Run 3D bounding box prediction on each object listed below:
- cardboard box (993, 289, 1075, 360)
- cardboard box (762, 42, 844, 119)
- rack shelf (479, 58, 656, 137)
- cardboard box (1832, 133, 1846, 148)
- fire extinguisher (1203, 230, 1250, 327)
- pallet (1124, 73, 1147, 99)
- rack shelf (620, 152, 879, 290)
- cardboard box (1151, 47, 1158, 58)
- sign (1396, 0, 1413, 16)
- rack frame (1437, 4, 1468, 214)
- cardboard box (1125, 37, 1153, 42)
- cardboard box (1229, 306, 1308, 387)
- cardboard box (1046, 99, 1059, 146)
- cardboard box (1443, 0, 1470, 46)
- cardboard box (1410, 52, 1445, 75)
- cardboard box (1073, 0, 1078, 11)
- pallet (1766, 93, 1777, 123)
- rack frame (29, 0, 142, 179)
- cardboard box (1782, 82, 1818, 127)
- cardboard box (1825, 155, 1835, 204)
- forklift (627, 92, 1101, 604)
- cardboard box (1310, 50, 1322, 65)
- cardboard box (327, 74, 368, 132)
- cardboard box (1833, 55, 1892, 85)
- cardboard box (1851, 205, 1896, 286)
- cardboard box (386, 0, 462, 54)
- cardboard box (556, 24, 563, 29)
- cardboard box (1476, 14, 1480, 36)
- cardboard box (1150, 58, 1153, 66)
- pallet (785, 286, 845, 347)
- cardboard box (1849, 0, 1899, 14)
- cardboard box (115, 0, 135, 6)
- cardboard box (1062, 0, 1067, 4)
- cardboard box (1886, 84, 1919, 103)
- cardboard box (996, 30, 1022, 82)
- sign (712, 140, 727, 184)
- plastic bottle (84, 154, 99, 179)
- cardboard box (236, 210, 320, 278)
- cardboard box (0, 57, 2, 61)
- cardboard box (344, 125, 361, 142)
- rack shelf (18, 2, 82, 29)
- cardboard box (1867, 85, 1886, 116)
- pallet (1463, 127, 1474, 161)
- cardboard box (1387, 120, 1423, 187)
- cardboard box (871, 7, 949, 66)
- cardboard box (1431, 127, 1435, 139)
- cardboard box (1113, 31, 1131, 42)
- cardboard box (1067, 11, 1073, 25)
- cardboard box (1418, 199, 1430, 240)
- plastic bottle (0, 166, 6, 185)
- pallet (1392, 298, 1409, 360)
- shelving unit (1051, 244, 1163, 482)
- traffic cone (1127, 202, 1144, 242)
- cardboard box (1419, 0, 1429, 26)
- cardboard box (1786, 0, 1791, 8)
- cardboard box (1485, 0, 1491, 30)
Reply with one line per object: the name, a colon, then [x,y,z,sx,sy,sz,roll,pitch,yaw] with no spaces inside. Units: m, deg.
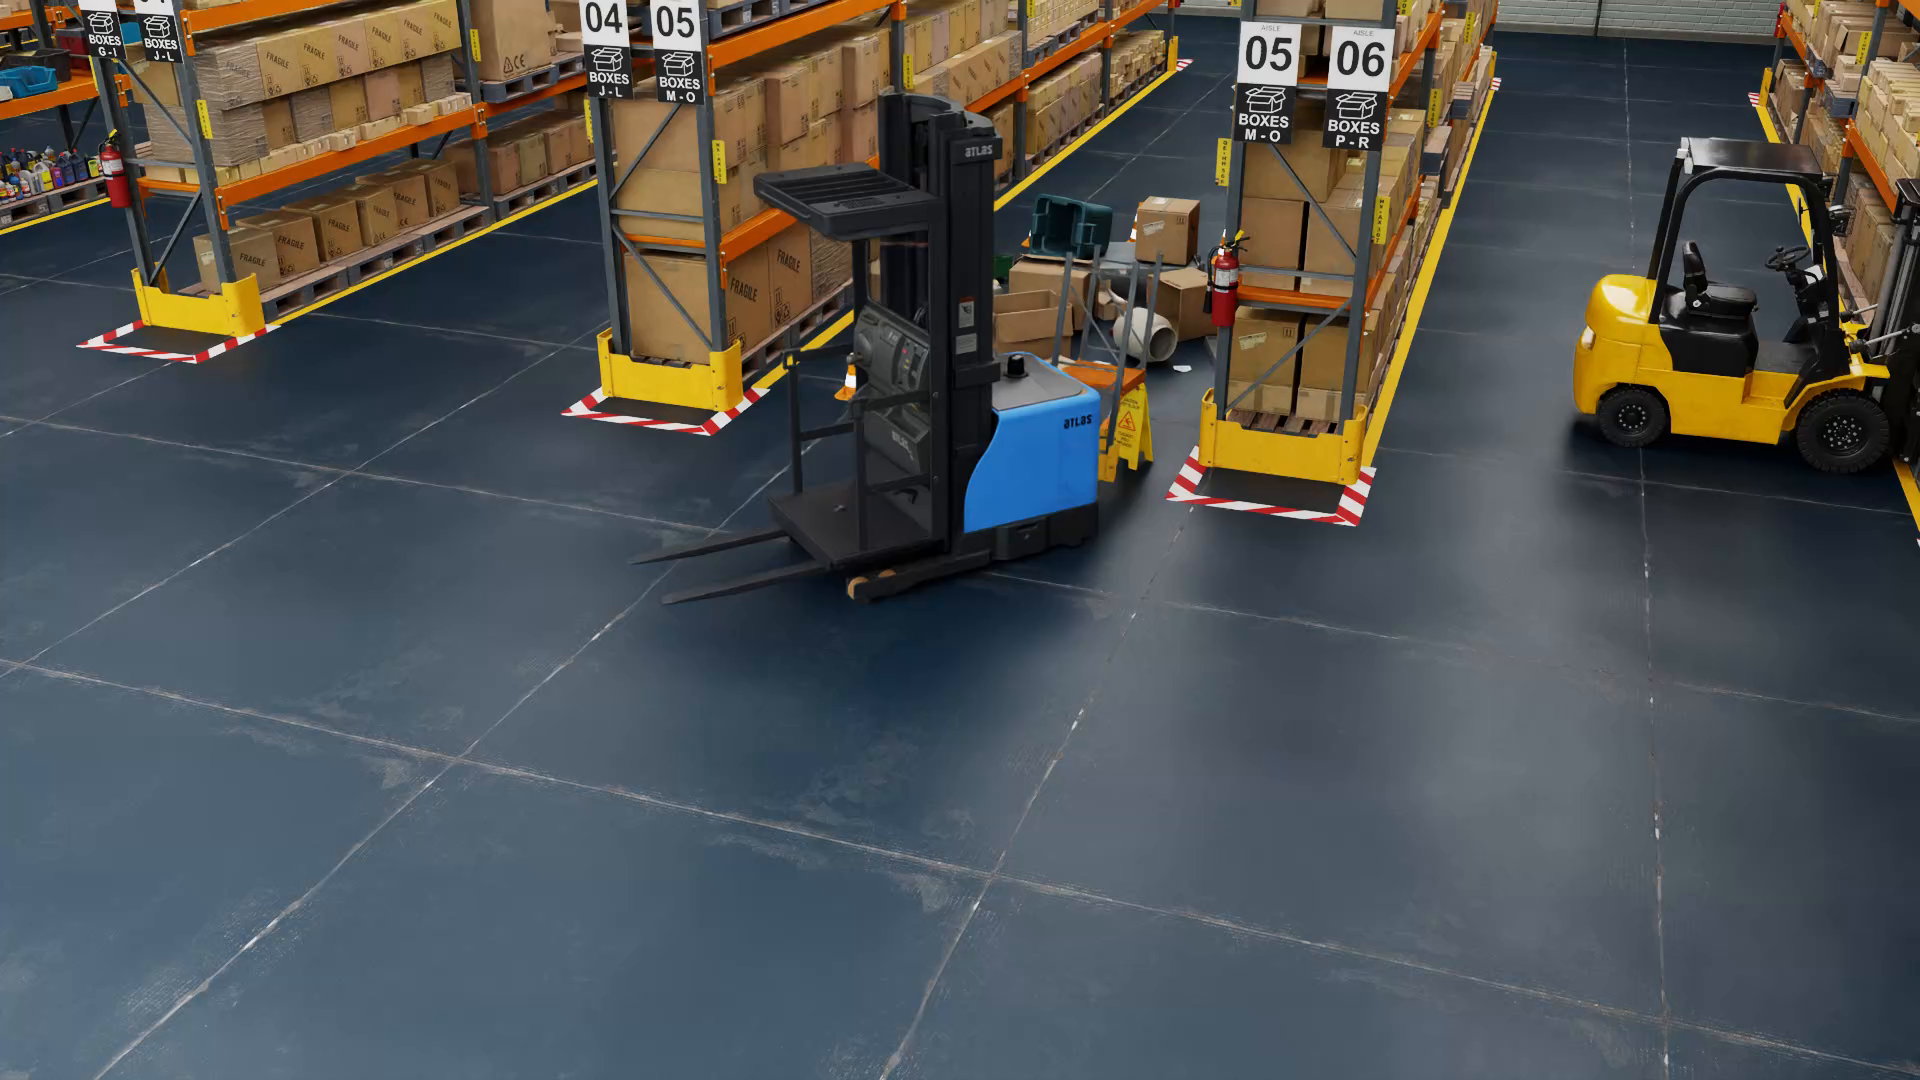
cardboard box: [0.543,-1.829,14.451,0.797,0.503,0.637,-9,27,-18]
cardboard box: [-1.563,-4.146,14.960,0.875,0.550,0.550,9,27,17]
rack shelf: [-5.003,-5.443,19.875,1.077,0.370,4.000,9,27,17]
cardboard box: [10.019,-4.452,18.645,0.380,0.149,0.250,8,27,17]
fire extinguisher: [1.873,-1.849,11.715,0.296,0.674,0.183,9,27,17]
pallet: [2.232,-7.001,25.467,1.003,0.211,1.213,9,27,17]
rack shelf: [-1.690,-3.038,14.909,1.077,0.370,4.000,9,27,17]
cardboard box: [2.891,-7.683,26.125,0.380,0.149,0.250,8,27,15]
sign: [2.857,-3.529,10.651,0.100,0.325,0.005,9,27,17]
rack frame: [5.008,-5.152,18.448,1.000,3.000,0.127,9,27,17]
cardboard box: [2.781,-7.718,25.855,0.380,0.149,0.250,8,27,15]
cardboard box: [2.366,-1.520,12.760,0.500,0.500,0.500,9,27,18]
cardboard box: [0.946,-5.353,21.250,0.500,0.500,0.500,9,27,18]
cardboard box: [5.403,-5.814,18.553,0.500,0.500,0.500,8,27,16]
cardboard box: [4.167,-4.310,15.027,0.380,0.149,0.250,9,27,17]
cardboard box: [1.345,-7.060,21.854,0.380,0.149,0.250,7,27,15]
pallet: [12.062,-6.107,23.621,1.003,0.211,1.213,9,27,17]
rack frame: [-10.339,-5.663,19.504,1.000,3.000,0.127,9,27,17]
cardboard box: [11.392,-5.775,22.122,0.700,0.500,0.500,8,27,15]
cardboard box: [9.804,-3.906,18.262,0.500,0.500,0.500,8,27,17]
forklift: [-0.611,-1.182,10.329,3.031,2.935,1.130,-13,29,-26]
cardboard box: [2.373,-3.499,11.882,0.380,0.149,0.250,10,27,19]
cardboard box: [-6.353,-4.328,16.290,0.875,0.500,0.500,9,27,17]
cardboard box: [9.736,-5.035,17.898,0.500,0.250,0.500,7,27,15]
cardboard box: [9.035,-2.753,15.736,0.875,0.625,0.625,8,27,15]
cardboard box: [-5.559,-5.349,17.252,0.500,0.500,0.500,9,27,17]
cardboard box: [-5.112,-6.055,20.003,0.500,0.250,0.500,8,27,16]
cardboard box: [6.095,-6.316,20.452,0.500,0.250,0.500,9,27,19]
cardboard box: [2.831,-7.558,26.208,0.380,0.149,0.250,9,27,17]
pallet: [-1.756,-2.125,15.396,1.003,0.211,1.213,9,27,17]
cardboard box: [11.767,-7.054,21.348,0.500,0.500,0.500,8,27,16]
cardboard box: [-7.079,-4.819,14.490,0.500,0.250,0.500,9,27,19]
cardboard box: [1.165,-6.976,21.339,0.380,0.149,0.250,8,27,17]
cardboard box: [8.886,-4.150,15.520,0.380,0.149,0.250,9,27,19]
cardboard box: [0.410,-5.649,19.360,0.500,0.500,0.500,9,27,17]
sign: [-1.835,-2.883,12.677,0.100,0.325,0.005,9,27,17]
plastic bottle: [-10.188,-4.393,19.493,0.061,0.283,0.133,10,28,20]
cardboard box: [-6.609,-2.870,16.122,0.500,0.500,0.500,17,30,31]
cardboard box: [-13.787,-6.765,23.810,0.500,0.311,0.500,8,27,17]
cardboard box: [-6.131,-3.995,16.347,0.380,0.149,0.250,9,27,17]
rack shelf: [-13.012,-8.525,26.240,1.077,0.370,4.000,9,27,17]
cardboard box: [9.144,-4.238,16.160,0.500,0.250,0.500,10,27,19]
pallet: [6.153,-5.212,21.773,1.003,0.211,1.213,9,27,17]
cardboard box: [3.599,-3.255,14.076,0.500,0.500,0.500,10,27,19]
cardboard box: [-0.527,-5.303,17.499,0.700,0.500,0.500,9,27,18]
cardboard box: [4.250,-3.866,15.600,0.380,0.149,0.250,9,27,18]
cardboard box: [2.495,-7.992,26.422,0.380,0.149,0.250,9,27,18]
cardboard box: [1.261,-6.820,21.700,0.380,0.149,0.250,10,28,20]
cardboard box: [4.315,-3.312,17.182,0.950,0.372,0.625,10,27,19]
plastic bottle: [-11.076,-4.218,19.146,0.097,0.271,0.097,0,26,0]
pallet: [3.487,-1.972,15.080,1.003,0.211,1.213,9,27,17]
shelving unit: [1.002,-1.282,11.774,0.587,1.500,1.083,11,15,13]
traffic cone: [1.923,-3.343,17.623,0.336,0.463,0.334,9,27,17]
cardboard box: [3.278,-4.078,12.618,0.500,0.250,0.500,9,27,19]
cardboard box: [11.947,-7.640,23.418,0.500,0.250,0.500,9,27,18]
cardboard box: [6.913,-7.201,22.567,0.500,0.500,0.500,9,27,18]
